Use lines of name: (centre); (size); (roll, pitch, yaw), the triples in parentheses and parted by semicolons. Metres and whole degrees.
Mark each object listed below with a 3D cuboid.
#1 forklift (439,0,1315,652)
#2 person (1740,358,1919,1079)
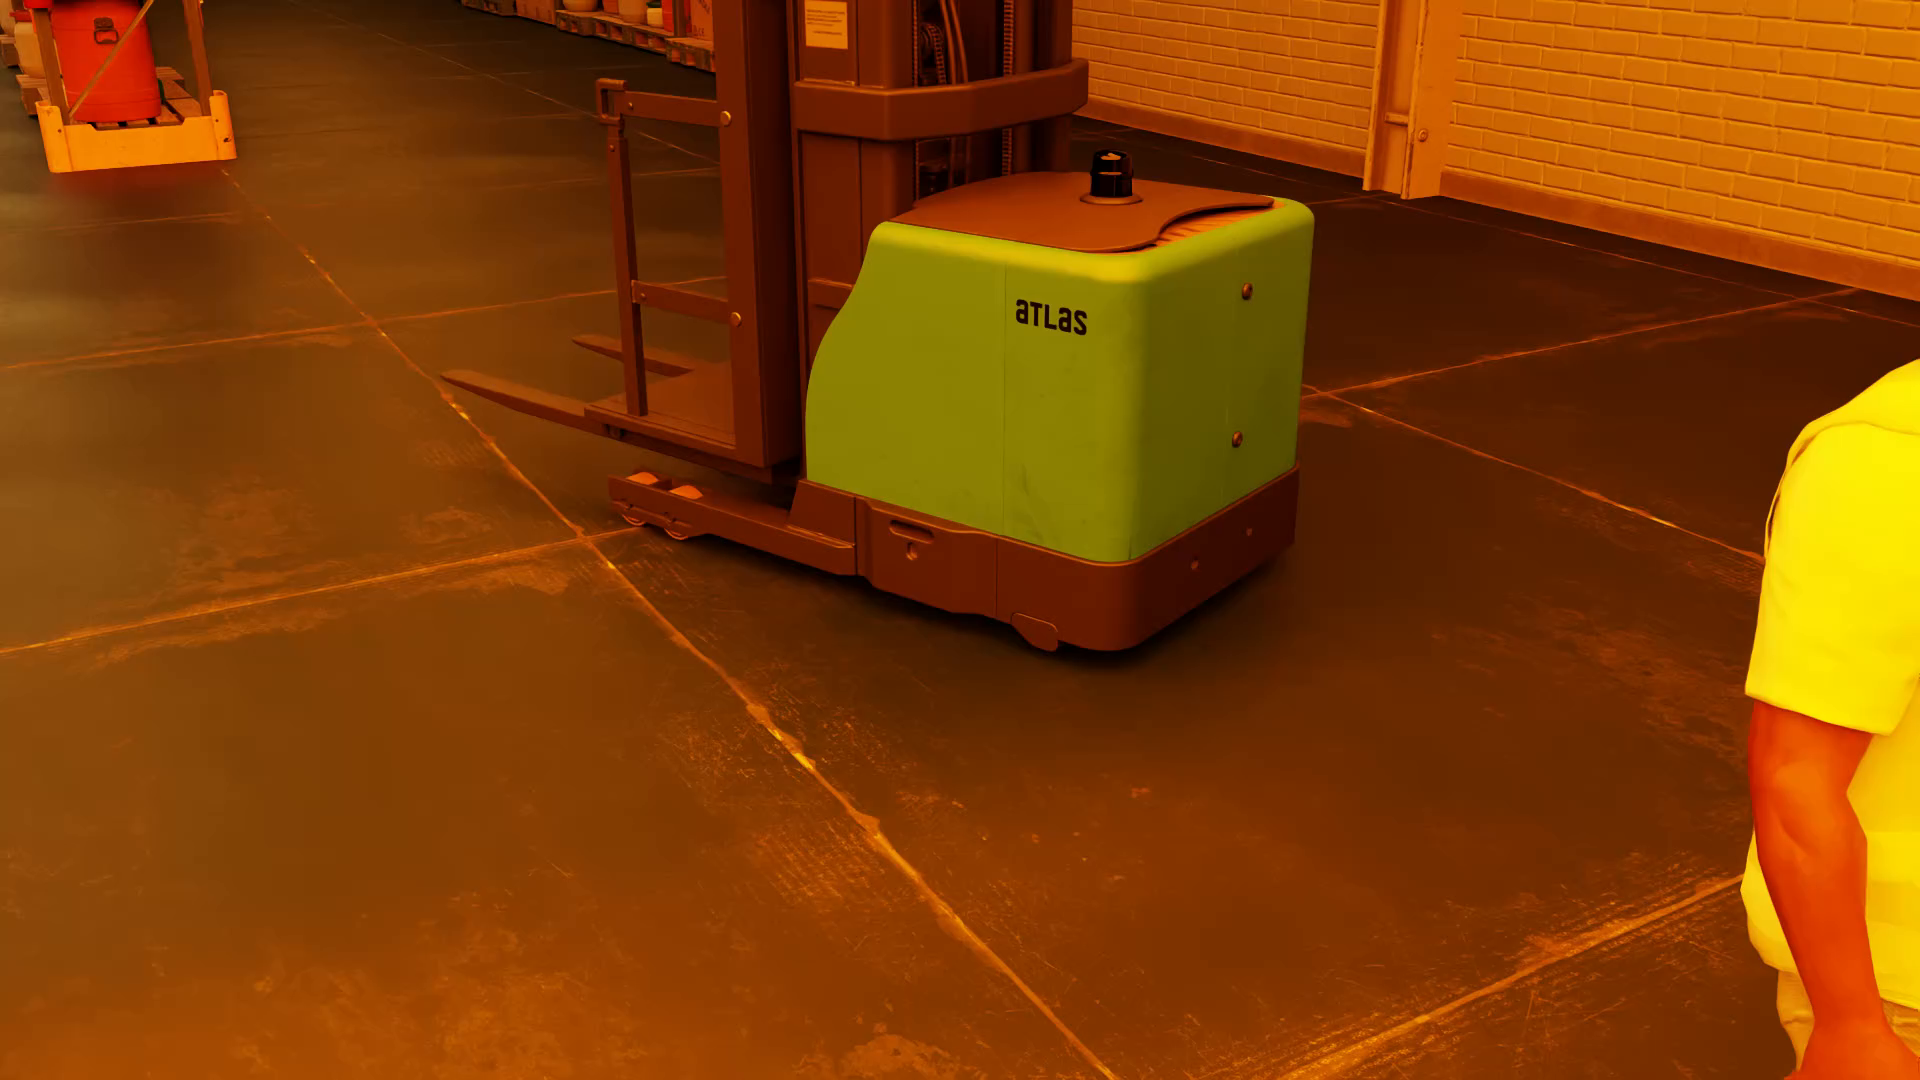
forklift: (-0.481, -1.497, 4.922); (3.031, 2.935, 1.130); (16, 27, 34)
person: (1.083, 0.438, 1.747); (0.662, 1.776, 0.517); (-18, 28, -37)
